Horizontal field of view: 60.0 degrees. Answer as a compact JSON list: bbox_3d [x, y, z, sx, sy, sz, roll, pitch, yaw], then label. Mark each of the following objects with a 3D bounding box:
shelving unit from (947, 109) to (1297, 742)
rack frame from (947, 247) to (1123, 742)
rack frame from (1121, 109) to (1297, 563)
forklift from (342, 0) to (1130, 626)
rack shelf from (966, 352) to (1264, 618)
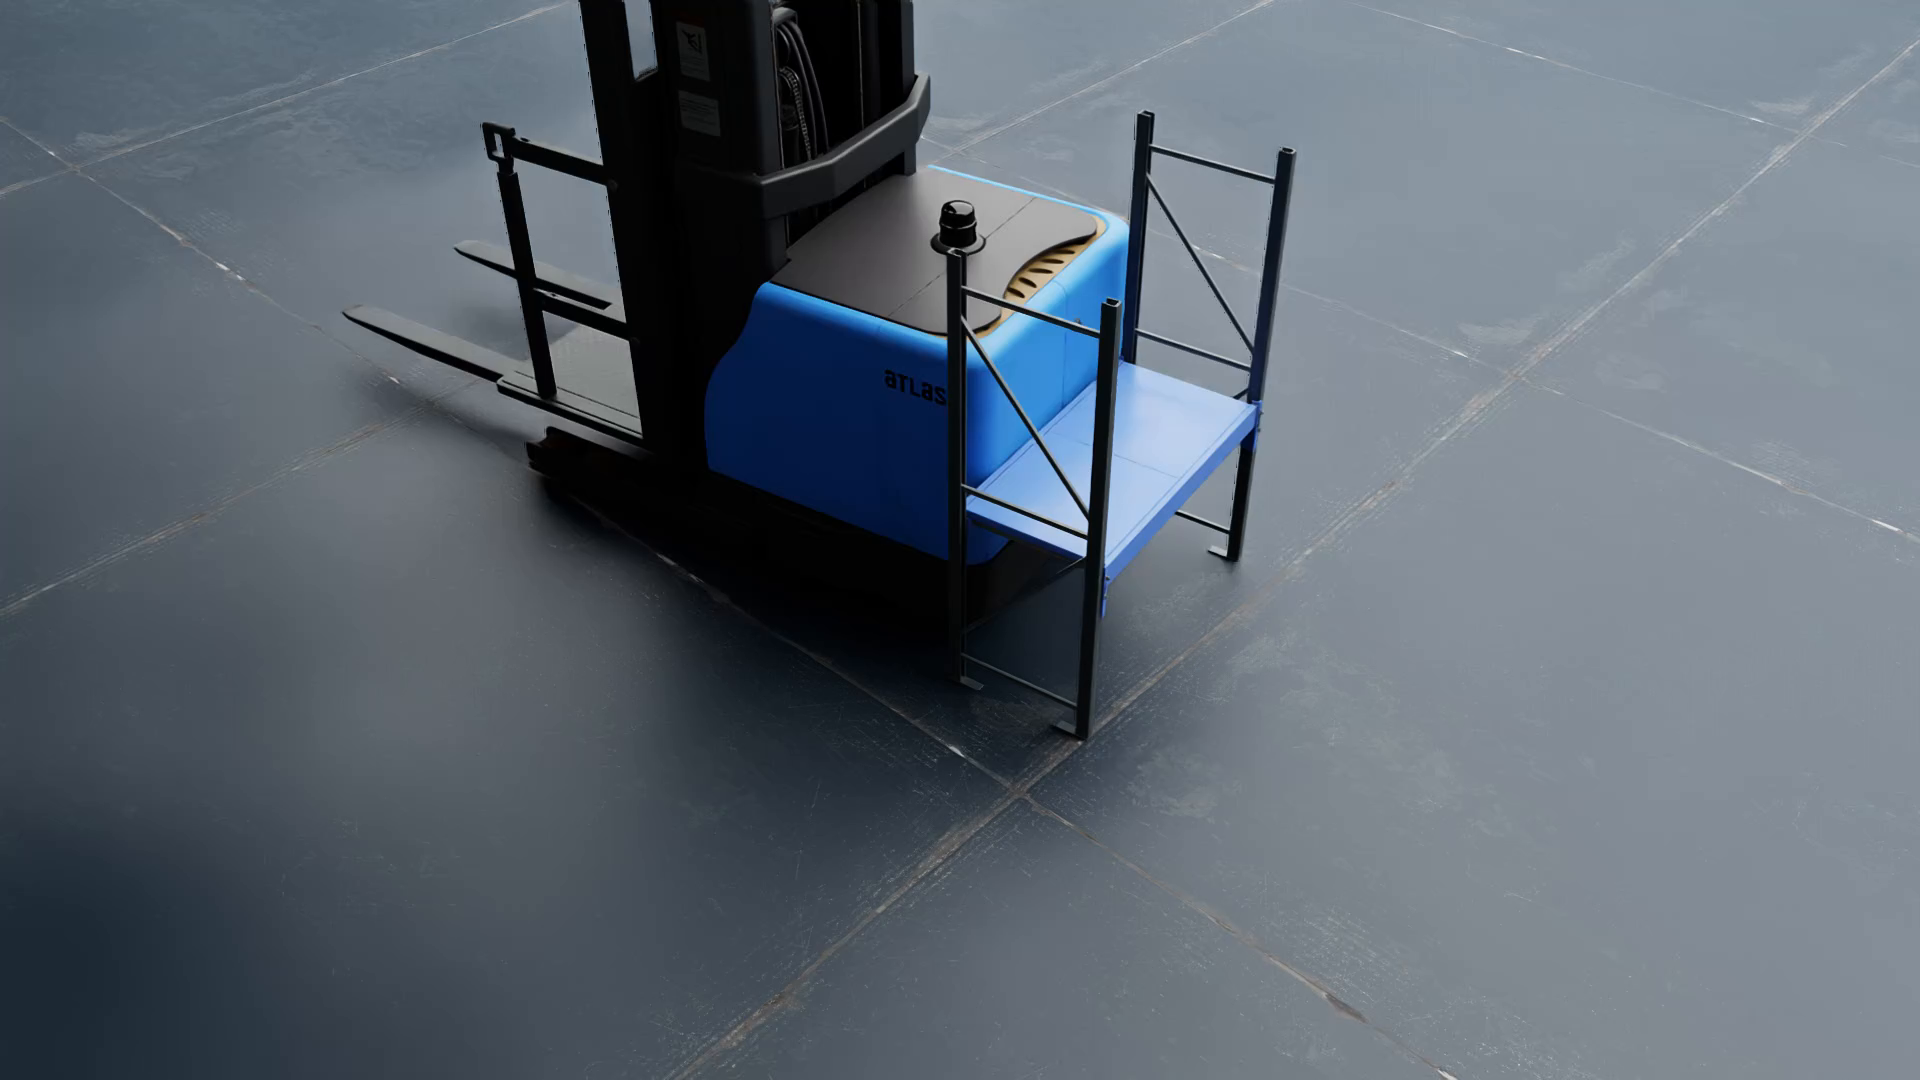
[{"bbox_3d":[0.463,-0.338,4.970,0.538,1.500,1.048,22,44,26],"label":"shelving unit"},{"bbox_3d":[0.182,-0.075,4.639,0.500,1.500,0.032,22,44,26],"label":"rack frame"},{"bbox_3d":[0.744,-0.602,5.302,0.500,1.500,0.032,22,44,26],"label":"rack frame"},{"bbox_3d":[-0.960,-1.558,5.354,3.031,2.935,1.130,21,43,24],"label":"forklift"},{"bbox_3d":[0.463,-0.198,5.082,0.538,0.185,1.000,22,44,26],"label":"rack shelf"}]
